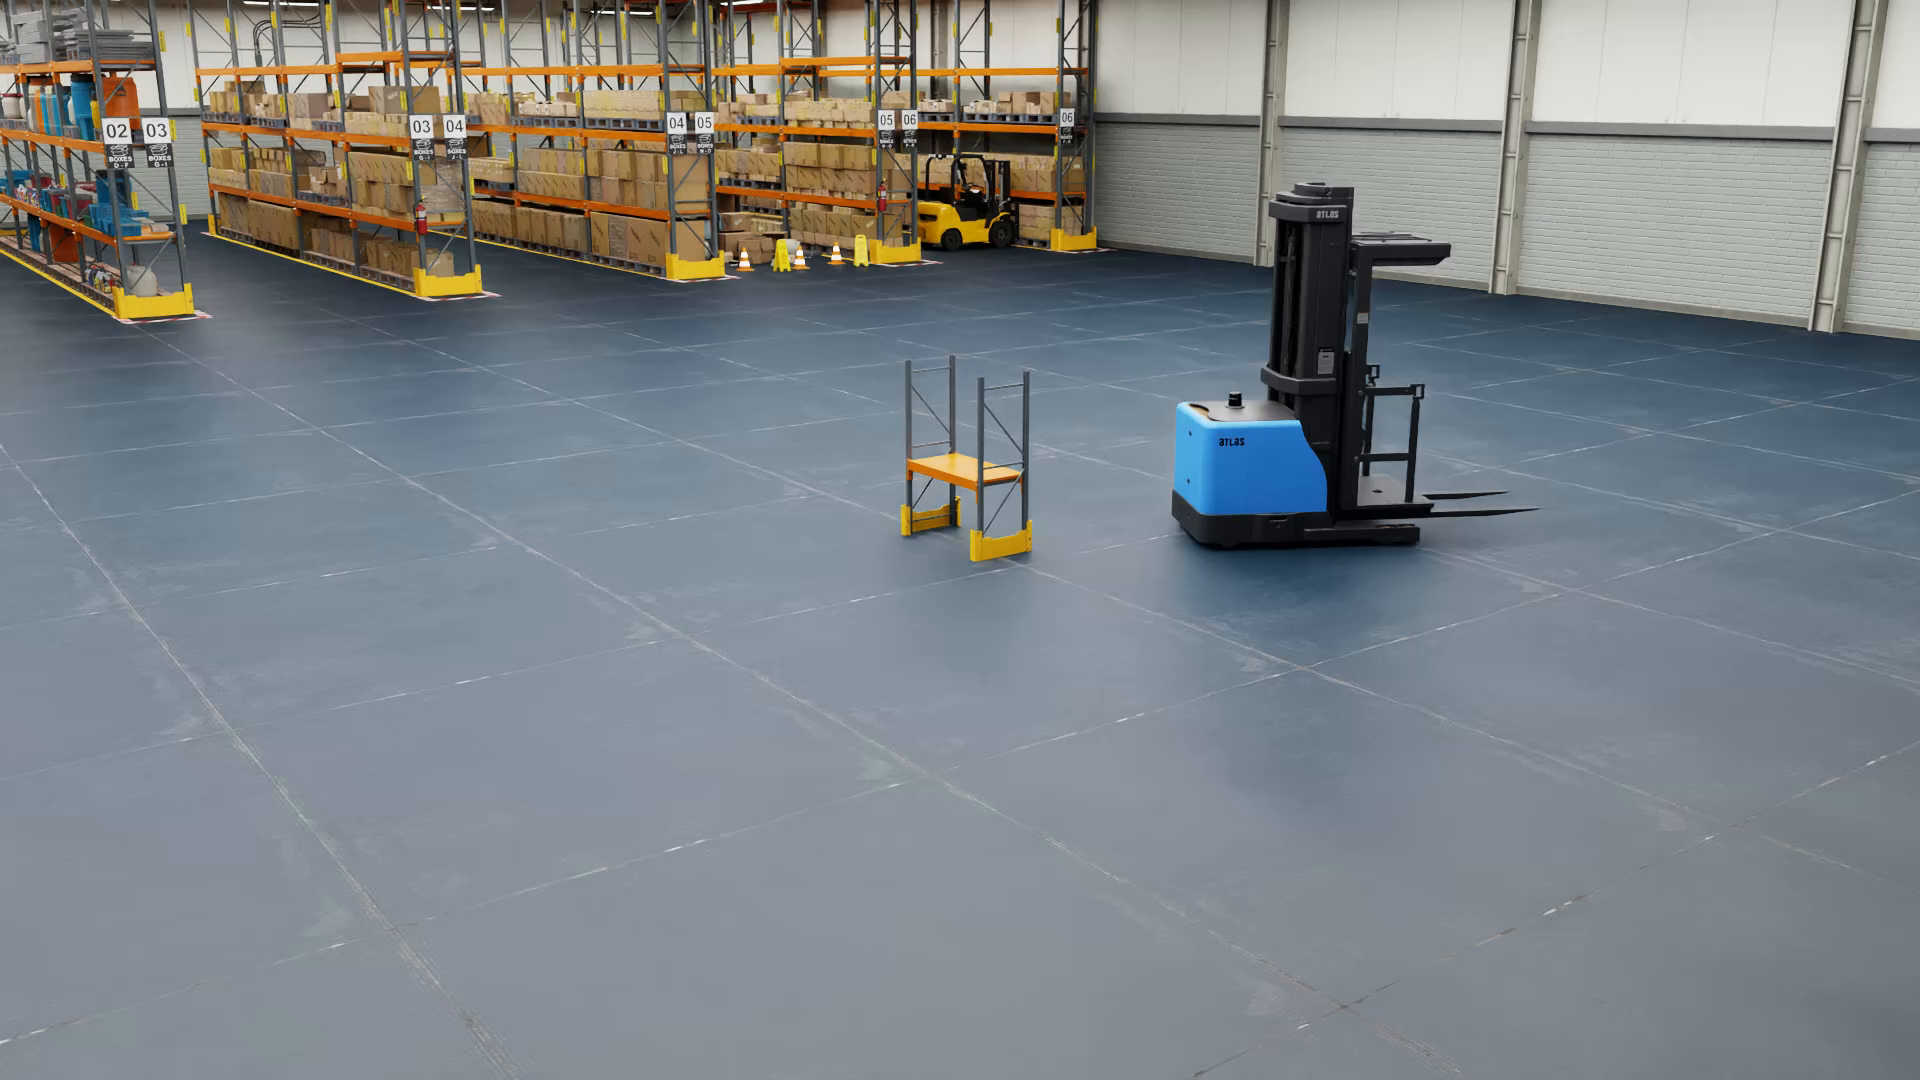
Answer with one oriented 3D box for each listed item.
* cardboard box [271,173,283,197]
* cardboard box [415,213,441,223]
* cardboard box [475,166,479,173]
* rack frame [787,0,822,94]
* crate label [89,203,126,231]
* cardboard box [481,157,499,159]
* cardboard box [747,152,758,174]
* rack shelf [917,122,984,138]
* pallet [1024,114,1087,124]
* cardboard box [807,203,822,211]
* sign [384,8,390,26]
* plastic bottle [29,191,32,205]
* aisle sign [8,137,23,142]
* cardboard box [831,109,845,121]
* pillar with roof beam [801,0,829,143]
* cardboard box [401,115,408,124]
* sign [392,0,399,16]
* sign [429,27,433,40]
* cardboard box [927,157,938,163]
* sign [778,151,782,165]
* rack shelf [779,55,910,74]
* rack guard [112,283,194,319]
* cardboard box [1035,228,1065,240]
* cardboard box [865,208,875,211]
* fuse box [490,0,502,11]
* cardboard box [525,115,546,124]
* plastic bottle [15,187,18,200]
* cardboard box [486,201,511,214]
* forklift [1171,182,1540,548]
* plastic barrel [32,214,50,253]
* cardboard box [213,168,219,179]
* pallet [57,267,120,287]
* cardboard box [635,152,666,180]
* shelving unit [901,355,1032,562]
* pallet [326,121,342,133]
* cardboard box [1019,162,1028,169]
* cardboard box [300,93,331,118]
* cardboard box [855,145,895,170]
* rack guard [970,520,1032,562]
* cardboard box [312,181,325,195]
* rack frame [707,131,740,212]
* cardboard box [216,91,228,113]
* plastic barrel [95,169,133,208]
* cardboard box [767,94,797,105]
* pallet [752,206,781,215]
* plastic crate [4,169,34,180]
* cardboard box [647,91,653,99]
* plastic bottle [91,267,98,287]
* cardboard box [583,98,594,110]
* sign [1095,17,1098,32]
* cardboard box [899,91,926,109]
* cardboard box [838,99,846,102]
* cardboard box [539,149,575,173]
[{"bbox_3d":[-15.167,-8.013,37.481,0.500,0.500,0.500,-12,19,-36],"label":"cardboard box"},{"bbox_3d":[-9.711,-5.879,30.351,0.380,0.149,0.250,-11,19,-35],"label":"cardboard box"},{"bbox_3d":[-11.580,-9.018,40.460,0.380,0.149,0.250,-11,19,-36],"label":"cardboard box"},{"bbox_3d":[-4.403,-13.737,47.221,1.000,3.000,0.127,-11,19,-35],"label":"rack frame"},{"bbox_3d":[-14.684,-5.571,28.682,0.502,0.435,0.616,-11,19,-35],"label":"crate label"},{"bbox_3d":[-11.808,-9.538,41.797,0.380,0.149,0.250,-12,19,-36],"label":"cardboard box"},{"bbox_3d":[-4.761,-9.038,39.868,0.500,0.500,0.500,-10,18,-33],"label":"cardboard box"},{"bbox_3d":[-0.875,-10.662,43.031,1.077,0.370,4.000,-11,19,-35],"label":"rack shelf"},{"bbox_3d":[2.258,-9.840,38.833,1.003,0.211,1.213,-11,19,-35],"label":"pallet"},{"bbox_3d":[-3.255,-7.602,37.932,0.380,0.149,0.250,-10,18,-32],"label":"cardboard box"},{"bbox_3d":[-11.279,-10.288,32.701,0.100,0.325,0.005,-11,19,-35],"label":"sign"},{"bbox_3d":[-19.342,-7.119,34.626,0.061,0.283,0.133,-11,19,-35],"label":"plastic bottle"},{"bbox_3d":[-22.596,-9.934,39.766,0.394,0.787,0.004,-11,19,-35],"label":"aisle sign"},{"bbox_3d":[-2.483,-9.313,36.459,0.500,0.250,0.500,-10,18,-33],"label":"cardboard box"},{"bbox_3d":[-7.566,-13.358,45.834,9.100,9.000,0.548,-11,19,-35],"label":"pillar with roof beam"},{"bbox_3d":[-9.792,-7.549,29.824,0.380,0.149,0.250,-11,19,-35],"label":"cardboard box"},{"bbox_3d":[-9.837,-9.310,28.978,0.100,0.325,0.005,-11,19,-35],"label":"sign"},{"bbox_3d":[-14.252,-13.639,44.793,0.100,0.325,0.005,-11,19,-35],"label":"sign"},{"bbox_3d":[-0.610,-9.683,42.355,0.380,0.149,0.250,-12,19,-36],"label":"cardboard box"},{"bbox_3d":[-4.159,-8.836,38.483,0.100,0.325,0.005,-11,19,-35],"label":"sign"},{"bbox_3d":[-2.536,-10.482,36.697,1.077,0.370,4.000,-11,19,-35],"label":"rack shelf"},{"bbox_3d":[-13.466,-4.006,27.767,1.175,0.500,0.348,-11,19,-35],"label":"rack guard"},{"bbox_3d":[2.121,-7.209,39.146,0.500,0.250,0.500,-11,19,-34],"label":"cardboard box"},{"bbox_3d":[-2.474,-9.043,45.375,0.500,0.500,0.500,-10,18,-33],"label":"cardboard box"},{"bbox_3d":[-14.291,-16.519,51.323,0.513,0.334,0.176,-11,19,-35],"label":"fuse box"},{"bbox_3d":[-10.129,-10.087,39.376,0.500,0.500,0.500,-11,19,-35],"label":"cardboard box"},{"bbox_3d":[-20.490,-7.536,36.149,0.061,0.283,0.133,-11,19,-35],"label":"plastic bottle"},{"bbox_3d":[-11.215,-8.109,40.542,0.500,0.250,0.500,-10,18,-33],"label":"cardboard box"},{"bbox_3d":[3.414,-1.502,14.010,3.031,2.935,1.130,-2,15,-7],"label":"forklift"},{"bbox_3d":[-19.716,-6.686,36.001,0.600,0.901,0.708,-11,19,-35],"label":"plastic barrel"},{"bbox_3d":[-18.409,-9.205,41.747,0.500,0.250,0.500,-11,19,-35],"label":"cardboard box"},{"bbox_3d":[-16.949,-5.135,32.436,1.003,0.211,1.213,-11,19,-35],"label":"pallet"},{"bbox_3d":[-6.109,-7.642,33.987,0.875,0.550,0.550,-11,19,-35],"label":"cardboard box"},{"bbox_3d":[0.045,-0.707,13.819,0.587,1.500,1.083,-11,19,-35],"label":"shelving unit"},{"bbox_3d":[-12.005,-8.330,33.504,1.213,0.211,1.003,-11,19,-35],"label":"pallet"},{"bbox_3d":[1.613,-8.892,39.465,0.380,0.149,0.250,-12,19,-36],"label":"cardboard box"},{"bbox_3d":[-13.415,-9.061,34.680,0.500,0.500,0.500,-12,19,-36],"label":"cardboard box"},{"bbox_3d":[-1.837,-8.259,35.923,0.700,0.500,0.500,-11,19,-36],"label":"cardboard box"},{"bbox_3d":[0.338,0.002,13.595,0.587,0.250,0.087,-11,19,-35],"label":"rack guard"},{"bbox_3d":[-13.281,-7.417,34.981,0.500,0.250,0.500,-12,19,-36],"label":"cardboard box"},{"bbox_3d":[-6.064,-9.218,42.074,1.000,3.000,0.127,-11,19,-35],"label":"rack frame"},{"bbox_3d":[-17.858,-10.790,40.959,0.700,0.500,0.500,-12,20,-38],"label":"cardboard box"},{"bbox_3d":[-15.717,-6.428,30.932,0.600,0.901,0.708,-11,19,-35],"label":"plastic barrel"},{"bbox_3d":[-4.156,-10.286,38.836,0.500,0.250,0.500,-10,18,-33],"label":"cardboard box"},{"bbox_3d":[-5.528,-9.906,49.870,1.003,0.211,1.213,-11,19,-35],"label":"pallet"},{"bbox_3d":[-22.442,-8.623,39.719,0.616,0.435,0.499,-11,19,-35],"label":"plastic crate"},{"bbox_3d":[-5.923,-8.754,32.676,0.380,0.149,0.250,-11,19,-34],"label":"cardboard box"},{"bbox_3d":[-15.485,-4.715,29.804,0.144,0.351,0.185,-12,19,-37],"label":"plastic bottle"},{"bbox_3d":[-7.596,-9.195,35.043,0.500,0.250,0.500,-11,19,-34],"label":"cardboard box"},{"bbox_3d":[3.105,-11.787,38.025,0.100,0.325,0.005,-11,19,-35],"label":"sign"},{"bbox_3d":[-1.224,-11.325,42.917,0.500,0.500,0.500,-10,18,-33],"label":"cardboard box"},{"bbox_3d":[-3.106,-11.951,45.342,0.380,0.149,0.250,-11,19,-36],"label":"cardboard box"},{"bbox_3d":[-9.151,-8.644,37.894,0.700,0.500,0.500,-11,19,-35],"label":"cardboard box"}]
